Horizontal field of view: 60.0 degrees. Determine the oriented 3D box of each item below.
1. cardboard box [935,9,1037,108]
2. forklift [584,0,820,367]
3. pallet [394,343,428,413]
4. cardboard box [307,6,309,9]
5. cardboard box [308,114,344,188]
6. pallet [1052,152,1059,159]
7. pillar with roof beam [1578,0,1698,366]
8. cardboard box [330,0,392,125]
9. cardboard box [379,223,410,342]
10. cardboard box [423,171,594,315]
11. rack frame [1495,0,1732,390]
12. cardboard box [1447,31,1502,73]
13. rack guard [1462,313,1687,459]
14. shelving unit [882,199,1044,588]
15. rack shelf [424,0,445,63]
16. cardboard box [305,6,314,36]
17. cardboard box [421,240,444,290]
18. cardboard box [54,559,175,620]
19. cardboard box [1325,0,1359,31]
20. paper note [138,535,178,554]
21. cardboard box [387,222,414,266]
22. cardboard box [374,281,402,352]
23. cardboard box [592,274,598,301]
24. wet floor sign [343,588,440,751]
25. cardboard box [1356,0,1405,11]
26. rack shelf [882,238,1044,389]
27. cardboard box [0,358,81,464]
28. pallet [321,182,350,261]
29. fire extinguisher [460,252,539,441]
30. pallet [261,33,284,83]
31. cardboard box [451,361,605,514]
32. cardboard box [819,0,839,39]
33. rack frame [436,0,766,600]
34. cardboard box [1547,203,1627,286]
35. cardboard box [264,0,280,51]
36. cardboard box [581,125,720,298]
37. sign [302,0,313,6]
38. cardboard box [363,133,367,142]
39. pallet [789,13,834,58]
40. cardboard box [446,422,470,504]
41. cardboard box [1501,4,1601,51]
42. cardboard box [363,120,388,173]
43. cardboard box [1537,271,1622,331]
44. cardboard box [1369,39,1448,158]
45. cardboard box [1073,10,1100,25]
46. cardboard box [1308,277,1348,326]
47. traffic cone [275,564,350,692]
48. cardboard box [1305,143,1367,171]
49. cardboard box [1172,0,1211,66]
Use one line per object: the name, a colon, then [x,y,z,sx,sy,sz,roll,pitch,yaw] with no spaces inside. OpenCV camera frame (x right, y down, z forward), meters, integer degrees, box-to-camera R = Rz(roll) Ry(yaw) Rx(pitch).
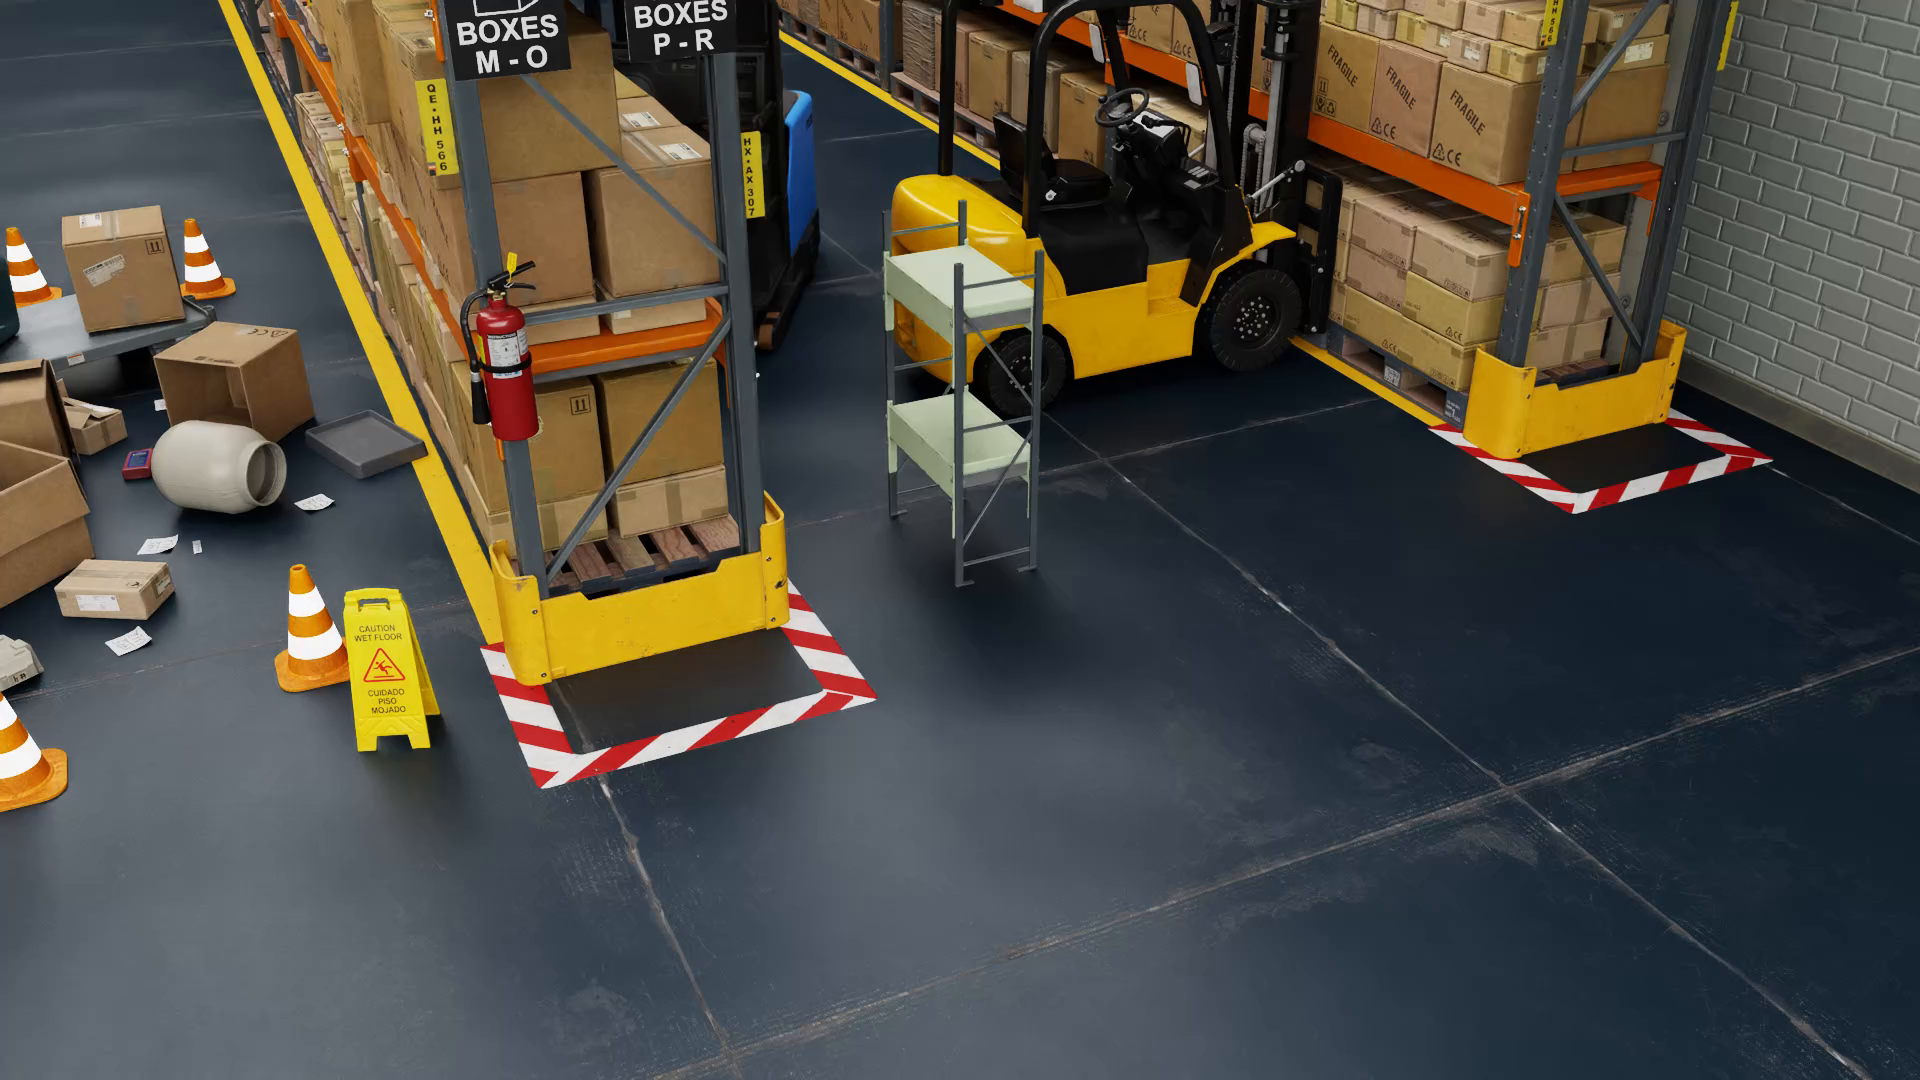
cardboard box: [0.312,-4.034,13.876,0.875,0.625,0.625,-12,31,-20]
forklift: [-1.590,-2.551,9.303,1.130,2.935,3.031,3,29,4]
pallet: [-2.675,-1.136,9.560,1.003,0.211,1.213,-13,32,-22]
cardboard box: [-3.831,-3.602,10.271,0.500,0.500,0.500,-12,31,-20]
cardboard box: [-4.155,-2.870,12.058,0.950,0.372,0.625,-14,32,-23]
pallet: [1.135,-2.786,12.503,1.003,0.211,1.213,-13,32,-22]
pillar with roof beam: [-0.170,-4.128,5.911,9.100,9.000,0.400,-13,32,-22]
cardboard box: [-2.217,-2.093,6.986,0.700,0.500,0.500,-13,32,-23]
cardboard box: [-2.745,-1.401,8.797,0.500,0.500,0.500,-12,31,-20]
cardboard box: [-1.760,-1.230,6.470,0.500,0.500,0.500,-14,32,-23]
rack frame: [3.203,-1.918,8.104,1.000,3.000,0.127,-13,32,-22]
cardboard box: [2.665,-2.446,8.280,0.380,0.149,0.250,-13,32,-21]
rack guard: [3.214,-0.818,8.697,1.175,0.500,0.348,-13,32,-22]
shelving unit: [0.003,-0.651,7.378,0.431,1.500,0.755,-13,32,-22]
rack shelf: [-2.137,-2.753,7.261,1.077,0.370,4.000,-13,32,-22]
cardboard box: [-3.818,-3.223,10.258,0.380,0.149,0.250,-13,32,-22]
cardboard box: [-2.069,-1.199,7.078,0.380,0.149,0.250,-13,32,-21]
cardboard box: [-3.665,0.214,7.216,0.380,0.149,0.250,2,29,4]
cardboard box: [2.229,-2.901,9.091,0.380,0.149,0.250,-13,32,-22]
paper note: [-3.711,0.019,7.696,0.148,0.019,0.142,-3,29,-5]
cardboard box: [-2.646,-1.505,8.320,0.380,0.149,0.250,-11,31,-19]
cardboard box: [-2.986,-1.308,9.398,0.500,0.250,0.500,-15,32,-24]
cardboard box: [-1.358,-1.067,6.843,0.380,0.149,0.250,-13,32,-21]
wet floor sign: [-2.163,0.461,6.268,0.267,0.644,0.232,-3,29,-5]
cardboard box: [2.337,-2.918,8.818,0.380,0.149,0.250,-12,32,-21]
rack shelf: [0.003,-0.992,7.187,0.431,0.370,0.720,-13,32,-22]
cardboard box: [-4.728,-0.501,7.989,0.797,0.637,0.503,-13,32,-22]
pallet: [-3.859,-2.309,11.651,1.003,0.211,1.213,-13,32,-22]
fire extinguisher: [-1.645,-0.694,5.999,0.296,0.674,0.183,-13,32,-22]
pallet: [-6.030,-4.634,15.798,1.003,0.211,1.213,-13,32,-22]
cardboard box: [-1.858,-0.485,7.163,0.500,0.500,0.500,-13,32,-22]
cardboard box: [-1.039,-5.141,15.977,0.500,0.500,0.500,-12,31,-20]
rack frame: [-1.278,-0.875,6.243,1.000,3.000,0.127,-13,32,-22]
cardboard box: [3.168,-1.590,8.879,0.500,0.250,0.500,-14,32,-23]
cardboard box: [-6.091,-5.175,15.654,0.875,0.875,0.875,-12,31,-20]
cardboard box: [-1.231,-1.315,6.623,0.500,0.500,0.500,-14,32,-23]
sign: [-3.495,-3.028,8.900,0.100,0.325,0.005,-13,32,-22]
cardboard box: [-2.994,-2.225,8.907,0.380,0.149,0.250,-12,31,-21]
pallet: [-1.037,-5.112,16.651,1.003,0.211,1.213,-13,32,-22]
cardboard box: [-2.083,-0.389,7.760,0.500,0.250,0.500,-13,32,-22]
cardboard box: [2.859,-2.489,8.052,0.380,0.149,0.250,-13,32,-22]
cardboard box: [-2.618,-2.121,8.059,0.500,0.500,0.500,-13,32,-22]
cardboard box: [3.189,-1.372,9.000,0.500,0.250,0.500,-12,32,-21]
cardboard box: [2.541,-2.355,8.781,0.500,0.500,0.500,-12,31,-20]
cardboard box: [1.034,-3.788,11.591,0.500,0.250,0.500,-12,32,-21]
cardboard box: [2.305,-1.488,9.719,0.500,0.250,0.500,-13,32,-21]
traffic cone: [-2.628,0.313,6.719,0.336,0.463,0.334,-13,32,-22]
cardboard box: [2.063,-2.147,9.871,0.500,0.250,0.500,-14,32,-23]
cardboard box: [1.679,-3.252,10.380,0.500,0.500,0.500,-13,32,-21]
